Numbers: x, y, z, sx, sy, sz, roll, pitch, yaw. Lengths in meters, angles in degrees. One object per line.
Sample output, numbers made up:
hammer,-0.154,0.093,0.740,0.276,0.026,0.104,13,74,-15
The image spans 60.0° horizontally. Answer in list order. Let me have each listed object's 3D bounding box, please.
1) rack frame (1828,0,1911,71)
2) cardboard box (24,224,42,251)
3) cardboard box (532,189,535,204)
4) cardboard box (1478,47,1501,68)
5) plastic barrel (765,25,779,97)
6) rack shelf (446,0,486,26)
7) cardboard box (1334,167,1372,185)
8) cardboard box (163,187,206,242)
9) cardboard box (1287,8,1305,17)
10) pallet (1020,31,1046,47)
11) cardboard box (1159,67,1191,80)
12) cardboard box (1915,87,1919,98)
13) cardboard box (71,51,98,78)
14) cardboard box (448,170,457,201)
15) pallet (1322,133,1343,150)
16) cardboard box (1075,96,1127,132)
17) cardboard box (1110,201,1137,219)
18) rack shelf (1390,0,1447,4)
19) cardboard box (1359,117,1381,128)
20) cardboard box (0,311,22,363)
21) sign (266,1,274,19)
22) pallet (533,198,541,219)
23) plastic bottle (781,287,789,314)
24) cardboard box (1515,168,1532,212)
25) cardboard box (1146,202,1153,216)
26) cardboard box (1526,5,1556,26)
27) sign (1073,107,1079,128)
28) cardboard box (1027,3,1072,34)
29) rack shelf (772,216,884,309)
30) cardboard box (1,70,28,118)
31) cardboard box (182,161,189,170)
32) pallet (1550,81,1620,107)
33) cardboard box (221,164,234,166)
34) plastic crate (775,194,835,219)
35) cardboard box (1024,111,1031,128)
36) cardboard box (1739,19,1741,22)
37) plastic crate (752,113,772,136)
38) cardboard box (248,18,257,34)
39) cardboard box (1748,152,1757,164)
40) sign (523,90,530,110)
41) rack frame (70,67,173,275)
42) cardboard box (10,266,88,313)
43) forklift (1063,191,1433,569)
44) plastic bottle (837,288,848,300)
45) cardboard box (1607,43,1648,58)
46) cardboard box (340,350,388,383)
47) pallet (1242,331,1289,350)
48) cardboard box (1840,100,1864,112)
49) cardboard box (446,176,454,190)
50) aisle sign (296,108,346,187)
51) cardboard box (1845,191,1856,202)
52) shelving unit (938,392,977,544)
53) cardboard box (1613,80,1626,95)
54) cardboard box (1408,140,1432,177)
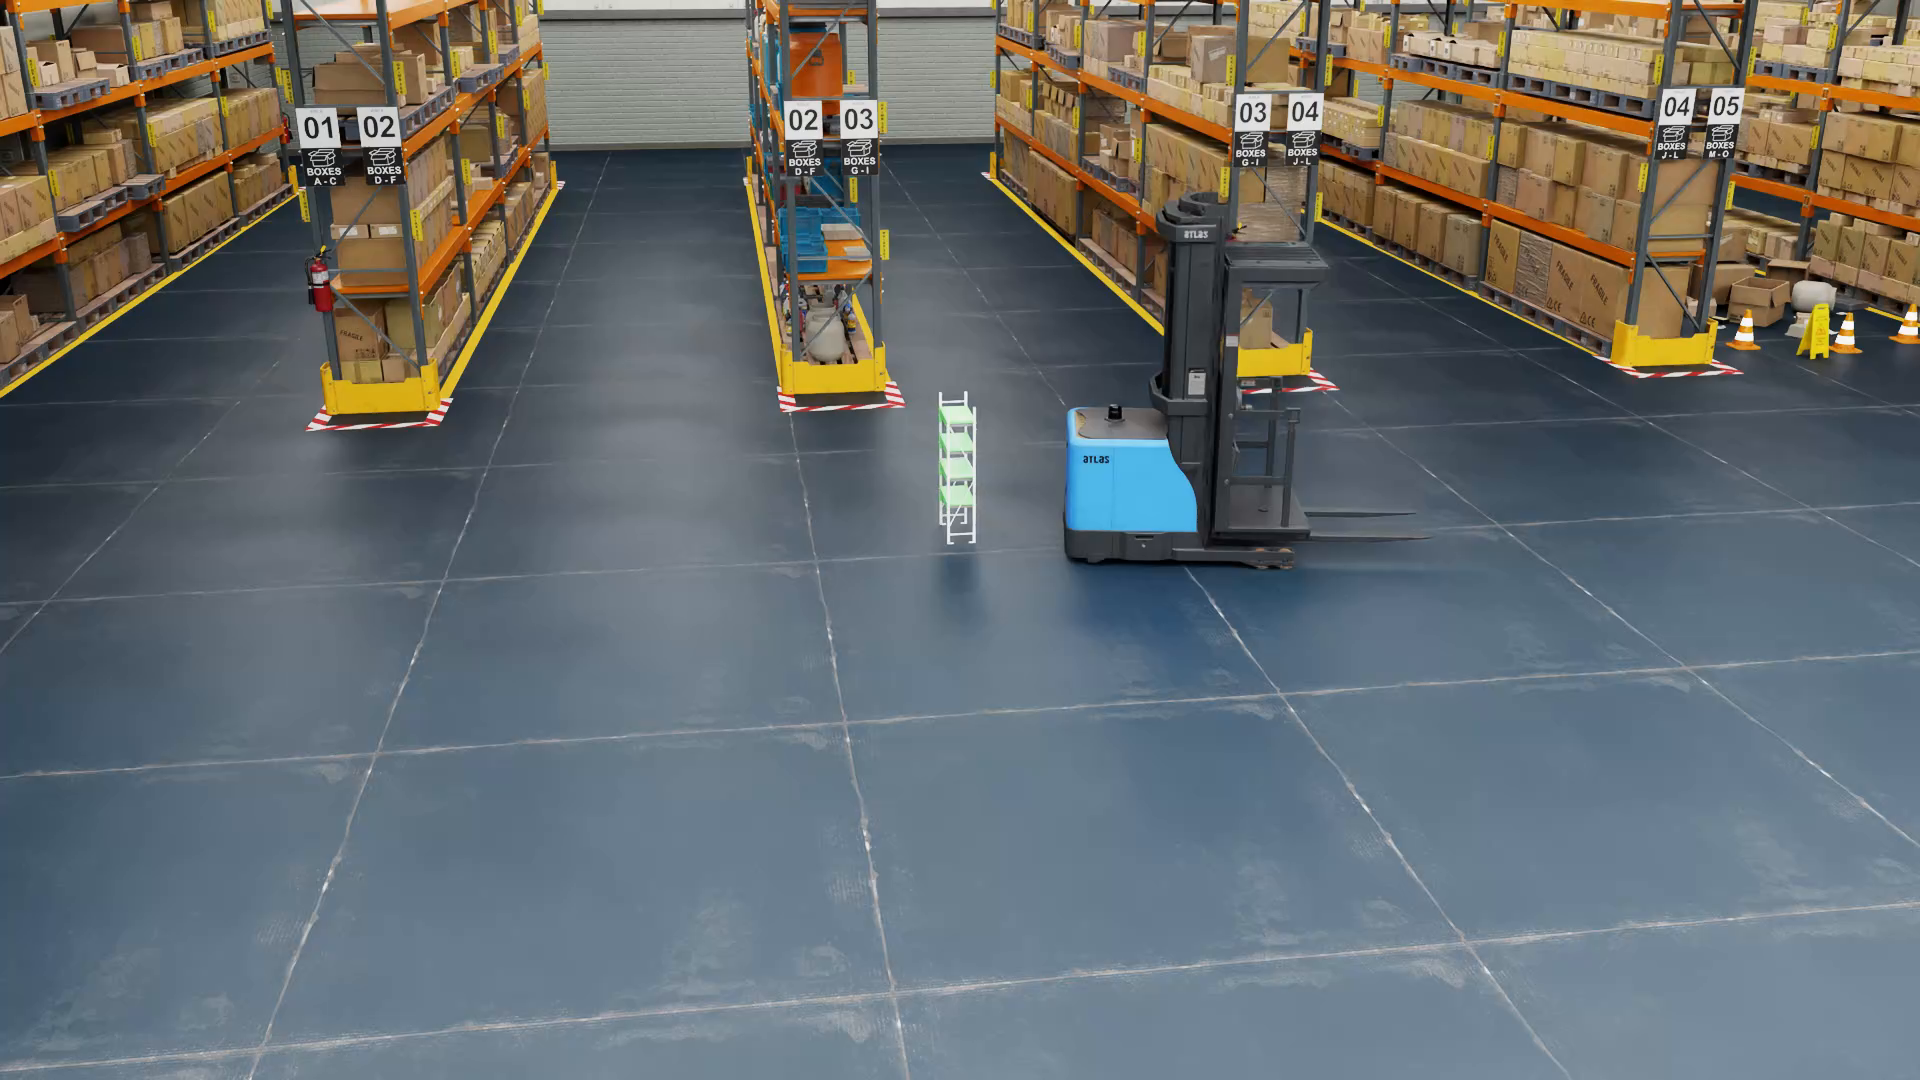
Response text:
rack frame,12.752,-8.042,22.962,1.000,3.000,0.127,-3,21,-8
cardboard box,-11.328,-3.600,19.828,0.500,0.250,0.500,-3,21,-8
cardboard box,-7.858,-6.106,29.567,0.500,0.311,0.500,-3,21,-8
cardboard box,7.608,-6.762,23.293,0.500,0.250,0.500,-3,21,-7
plastic barrel,-2.244,-6.287,21.834,0.600,0.901,0.708,-3,21,-8
rack shelf,-7.146,-7.212,22.339,1.077,0.370,4.000,-3,21,-8
cardboard box,6.792,-6.284,28.728,0.500,0.250,0.500,-2,21,-6
cardboard box,-12.432,-5.122,26.189,0.750,0.750,0.750,-3,21,-8
cardboard box,6.274,-9.741,30.727,0.380,0.149,0.250,-3,21,-8
pallet,1.685,-9.149,30.340,1.003,0.211,1.213,-3,21,-8
cardboard box,2.793,-6.037,21.524,0.380,0.149,0.250,-4,21,-10
cardboard box,12.776,-5.864,21.776,0.380,0.149,0.250,-3,21,-7
cardboard box,-12.241,-6.377,22.614,0.797,0.503,0.637,0,20,0
cardboard box,-7.029,-4.730,22.524,0.500,0.500,0.500,-1,21,-4
pallet,6.966,-6.926,28.820,1.003,0.211,1.213,-3,21,-8
cardboard box,2.279,-6.888,26.868,0.797,0.503,0.637,-2,21,-6
cardboard box,2.582,-5.090,25.503,0.500,0.250,0.500,-1,20,-2
rack shelf,7.003,-9.311,27.957,1.077,0.370,4.000,-3,21,-8
cardboard box,6.767,-6.837,27.216,0.380,0.149,0.250,-4,21,-10
cardboard box,-11.332,-2.331,19.188,0.700,0.500,0.500,-4,21,-11
sign,-12.950,-9.943,31.185,0.100,0.325,0.005,-3,21,-8
pallet,-8.109,-5.935,29.880,1.003,0.211,1.213,-3,21,-8
plastic bottle,-2.223,-3.082,21.411,0.144,0.351,0.185,-4,21,-10
cardboard box,8.035,-4.701,22.376,0.875,0.550,0.550,-3,21,-8
cardboard box,2.702,-4.438,22.244,0.380,0.149,0.250,-3,21,-8
cardboard box,11.372,-10.164,32.039,0.797,0.503,0.637,-1,21,-4
sign,1.820,-6.630,26.101,0.100,0.325,0.005,-3,21,-8
cardboard box,1.620,-9.465,30.173,0.700,0.500,0.500,-4,21,-11
rack shelf,-1.668,-3.453,20.276,1.077,0.370,4.000,-3,21,-8
cardboard box,-11.442,-5.281,19.683,0.500,0.500,0.500,-2,21,-6
cardboard box,-12.386,-5.915,26.172,0.380,0.149,0.250,-3,21,-7
pallet,8.148,-5.606,20.852,1.003,0.211,1.213,-3,21,-8
cardboard box,-13.247,-6.647,29.845,0.380,0.149,0.250,-3,21,-7
plastic crate,-2.006,-4.266,21.513,0.767,0.338,0.504,-3,21,-8
cardboard box,1.469,-7.711,30.437,0.500,0.250,0.500,-3,21,-9
cardboard box,15.979,-10.414,33.389,0.500,0.250,0.500,-3,21,-9
plastic crate,-3.514,-7.417,29.799,0.392,0.384,0.575,-3,21,-8
cardboard box,-13.045,-9.296,30.076,0.500,0.250,0.500,-4,21,-10
cardboard box,12.272,-5.829,25.369,0.380,0.149,0.250,-3,21,-8
sign,-7.463,-7.575,28.631,0.100,0.325,0.005,-3,21,-8
rack frame,-12.336,-5.368,24.374,1.000,3.000,0.127,-3,21,-8
cardboard box,-11.882,-3.272,21.707,0.700,0.500,0.500,-2,21,-6
forklift,2.401,-1.323,13.643,3.031,2.935,1.130,1,20,2
plastic bottle,-1.504,-3.061,21.355,0.144,0.351,0.185,-3,21,-8
cardboard box,7.950,-5.831,19.805,0.380,0.149,0.250,-3,21,-7
cardboard box,-6.651,-1.928,18.496,0.500,0.250,0.500,-3,21,-8
pallet,3.429,-2.350,20.281,1.003,0.211,1.213,-3,21,-8
cardboard box,16.546,-7.867,30.324,0.700,0.500,0.500,-3,21,-8
cardboard box,-6.607,-4.501,20.985,0.380,0.149,0.250,-3,21,-8
aisle sign,-6.563,-4.029,17.075,0.394,0.787,0.004,-3,21,-8
cardboard box,12.636,-4.814,23.251,0.380,0.149,0.250,-3,21,-8
shelving unit,-0.024,-0.619,14.234,0.258,1.200,0.503,-3,21,-8
cardboard box,7.988,-5.368,19.703,0.380,0.149,0.250,-3,21,-7
cardboard box,7.237,-5.859,25.549,0.500,0.500,0.500,-3,21,-8
